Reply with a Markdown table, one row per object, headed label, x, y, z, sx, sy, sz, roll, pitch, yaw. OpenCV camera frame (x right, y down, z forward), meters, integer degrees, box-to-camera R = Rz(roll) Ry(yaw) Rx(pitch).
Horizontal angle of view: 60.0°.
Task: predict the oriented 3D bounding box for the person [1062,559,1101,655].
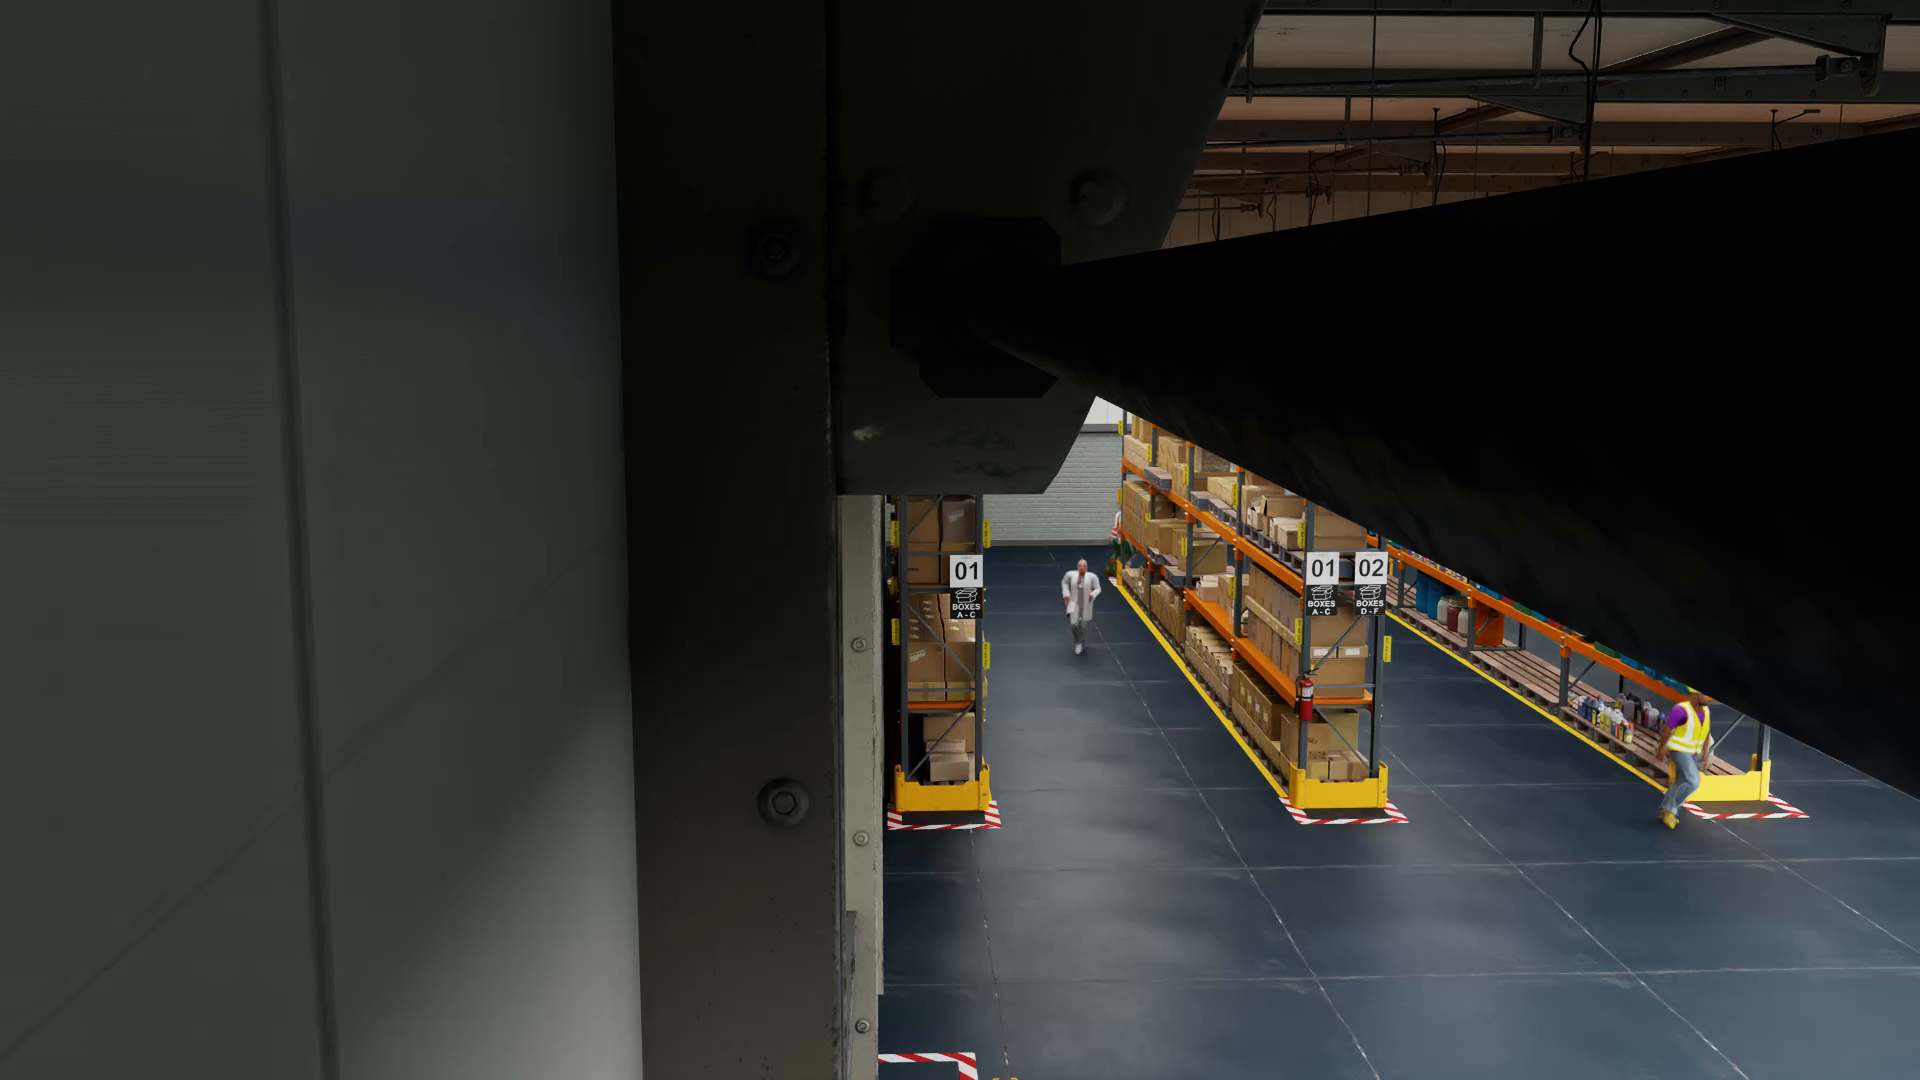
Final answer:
| label | x | y | z | sx | sy | sz | roll | pitch | yaw |
| --- | --- | --- | --- | --- | --- | --- | --- | --- | --- |
| person | 2.143 | 1.165 | 29.436 | 0.691 | 1.717 | 0.919 | 0 | 8 | 3 |

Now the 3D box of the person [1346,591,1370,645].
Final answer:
| label | x | y | z | sx | sy | sz | roll | pitch | yaw |
| --- | --- | --- | --- | --- | --- | --- | --- | --- | --- |
| person | 7.029 | 1.182 | 29.326 | 0.554 | 1.749 | 0.848 | -1 | 8 | -6 |

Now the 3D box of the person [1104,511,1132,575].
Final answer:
| label | x | y | z | sx | sy | sz | roll | pitch | yaw |
| --- | --- | --- | --- | --- | --- | --- | --- | --- | --- |
| person | 3.641 | -0.044 | 37.530 | 0.697 | 1.717 | 0.674 | -3 | 9 | -18 |

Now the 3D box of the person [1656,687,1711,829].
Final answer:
| label | x | y | z | sx | sy | sz | roll | pitch | yaw |
| --- | --- | --- | --- | --- | --- | --- | --- | --- | --- |
| person | 8.671 | 2.541 | 19.859 | 0.699 | 1.736 | 0.545 | -6 | 10 | -34 |

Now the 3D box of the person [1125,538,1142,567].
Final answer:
| label | x | y | z | sx | sy | sz | roll | pitch | yaw |
| --- | --- | --- | --- | --- | --- | --- | --- | --- | --- |
| person | 4.083 | -0.066 | 38.363 | 0.600 | 1.505 | 0.837 | -7 | 11 | -40 |
